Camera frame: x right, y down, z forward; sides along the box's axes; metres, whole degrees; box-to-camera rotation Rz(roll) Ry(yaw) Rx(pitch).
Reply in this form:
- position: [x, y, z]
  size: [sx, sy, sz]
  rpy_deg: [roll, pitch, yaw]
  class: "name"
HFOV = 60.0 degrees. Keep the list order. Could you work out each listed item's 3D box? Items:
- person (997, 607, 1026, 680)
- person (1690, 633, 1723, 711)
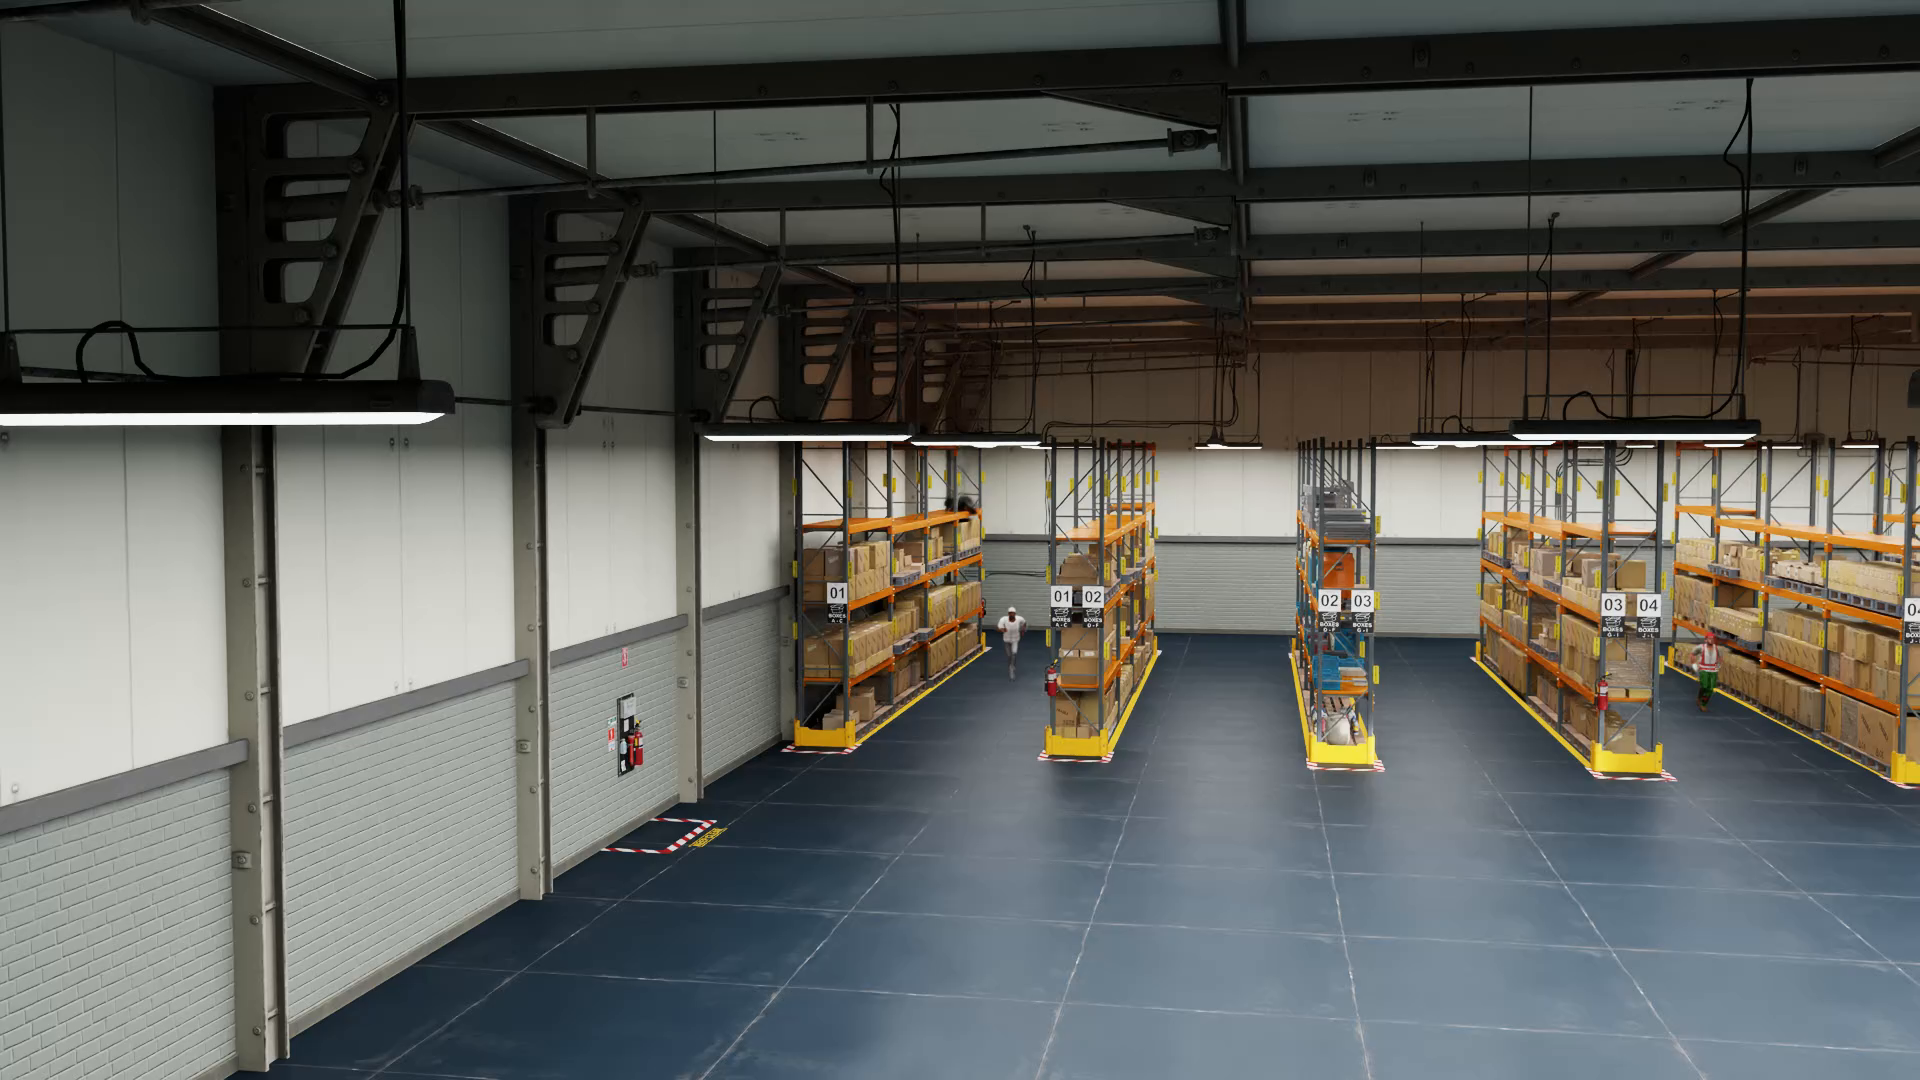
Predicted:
- position: [1.290, 2.552, 41.712]
  size: [0.694, 1.781, 1.006]
  rpy_deg: [0, 3, 7]
  class: "person"
- position: [16.511, 2.909, 36.671]
  size: [0.663, 1.736, 0.561]
  rpy_deg: [0, 3, 5]
  class: "person"
